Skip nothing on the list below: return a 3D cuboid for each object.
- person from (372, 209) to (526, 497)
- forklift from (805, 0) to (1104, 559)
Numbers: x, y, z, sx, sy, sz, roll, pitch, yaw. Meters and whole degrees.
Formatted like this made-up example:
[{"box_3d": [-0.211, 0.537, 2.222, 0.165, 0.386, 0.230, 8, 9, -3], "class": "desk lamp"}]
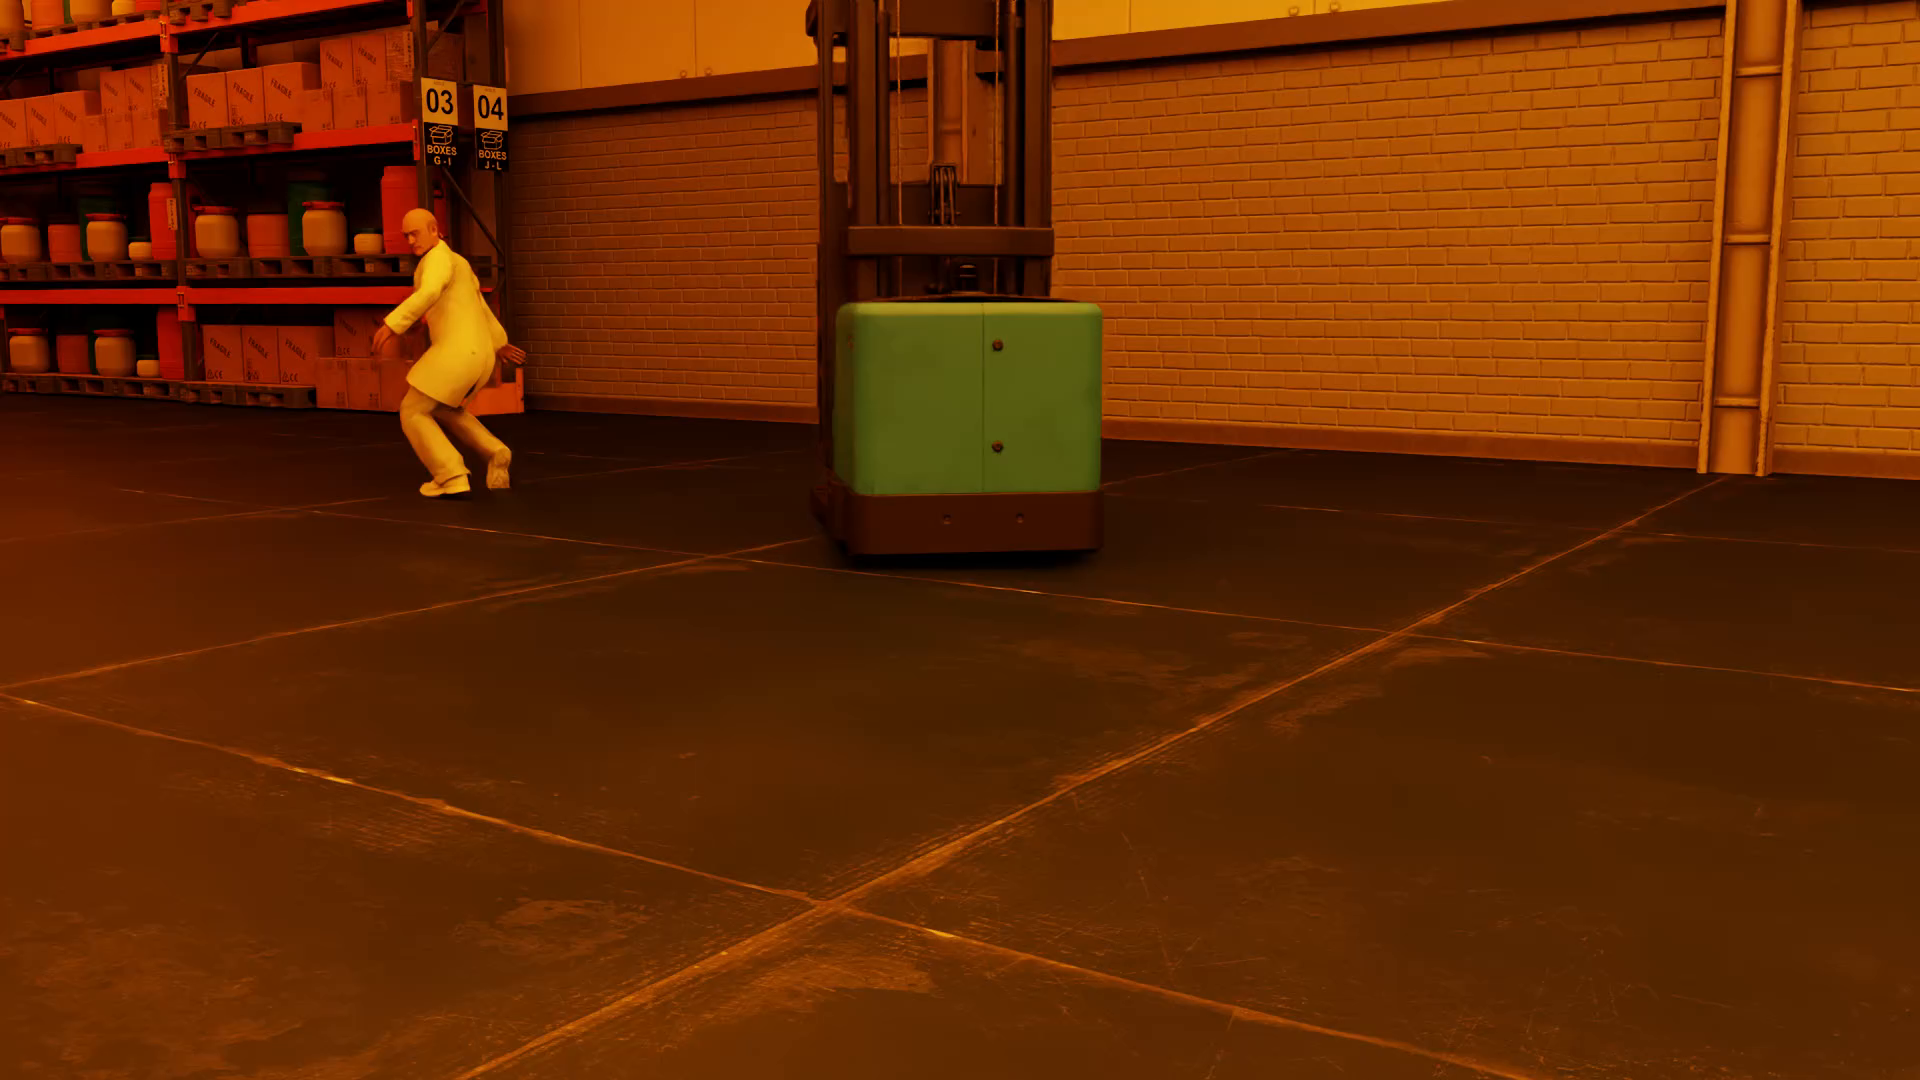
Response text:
[{"box_3d": [-2.870, -1.023, 9.415, 0.509, 1.670, 1.057, 1, 8, 8], "class": "person"}, {"box_3d": [-0.157, -1.540, 8.024, 1.130, 2.935, 3.031, -1, 8, -9], "class": "forklift"}]
